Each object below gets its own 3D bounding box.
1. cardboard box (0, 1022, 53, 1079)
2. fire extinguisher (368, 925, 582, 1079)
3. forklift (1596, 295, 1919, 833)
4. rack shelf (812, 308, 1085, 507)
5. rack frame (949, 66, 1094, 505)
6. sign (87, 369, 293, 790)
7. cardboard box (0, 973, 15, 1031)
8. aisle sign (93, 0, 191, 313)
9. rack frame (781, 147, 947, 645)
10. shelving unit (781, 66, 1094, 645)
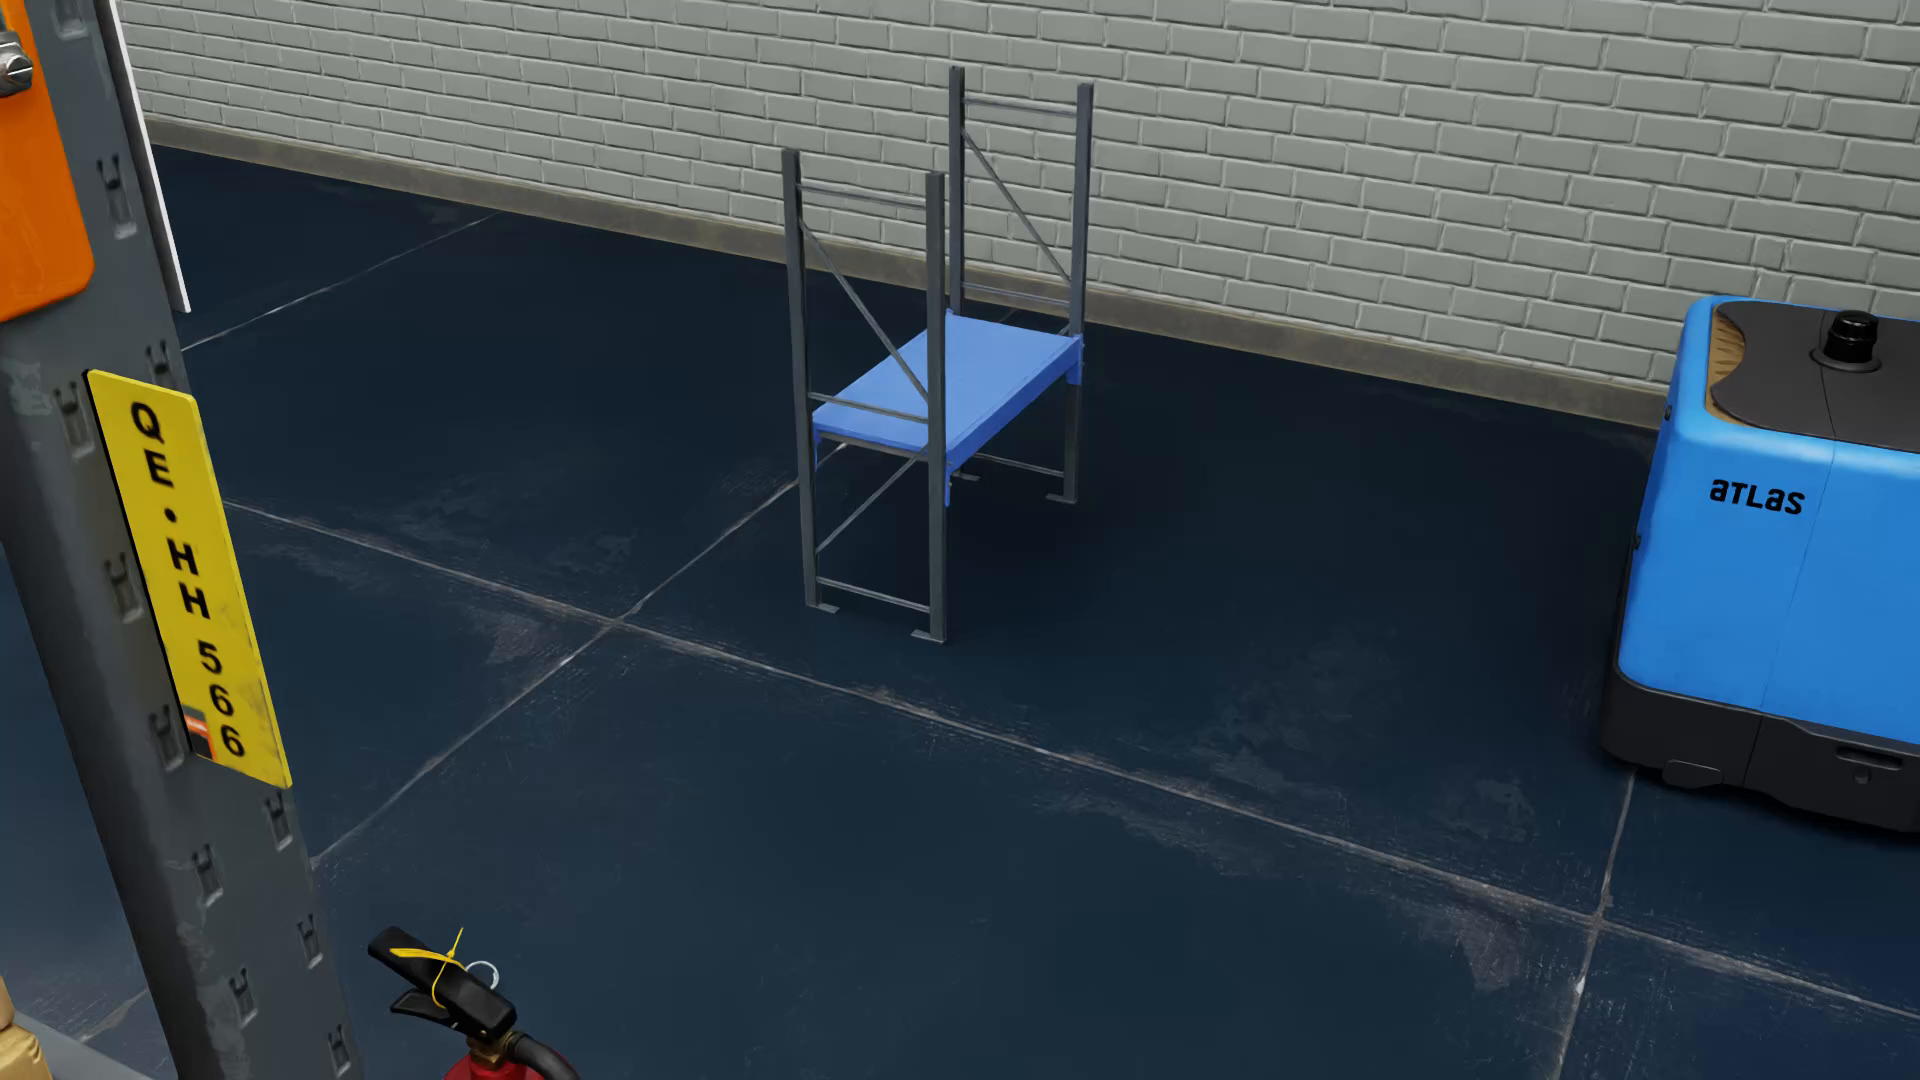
[{"bbox_3d":[-1.010,0.626,1.249,0.500,0.500,0.500,15,33,24],"label":"cardboard box"},{"bbox_3d":[-0.509,0.729,1.921,0.296,0.674,0.183,14,33,23],"label":"fire extinguisher"},{"bbox_3d":[3.342,-0.565,3.791,3.031,2.935,1.130,12,32,20],"label":"forklift"},{"bbox_3d":[-0.039,-0.457,5.400,0.538,0.185,1.000,14,33,23],"label":"rack shelf"},{"bbox_3d":[0.193,-0.838,5.703,0.500,1.500,0.032,14,33,23],"label":"rack frame"},{"bbox_3d":[-0.550,0.036,1.195,0.100,0.325,0.005,14,33,23],"label":"sign"},{"bbox_3d":[-1.022,0.194,0.997,0.500,0.500,0.500,14,33,22],"label":"cardboard box"},{"bbox_3d":[-0.734,-0.551,1.087,0.394,0.787,0.004,14,33,23],"label":"aisle sign"},{"bbox_3d":[-0.270,-0.387,4.918,0.500,1.500,0.032,14,33,23],"label":"rack frame"},{"bbox_3d":[-0.039,-0.613,5.311,0.538,1.500,1.048,14,33,23],"label":"shelving unit"}]
